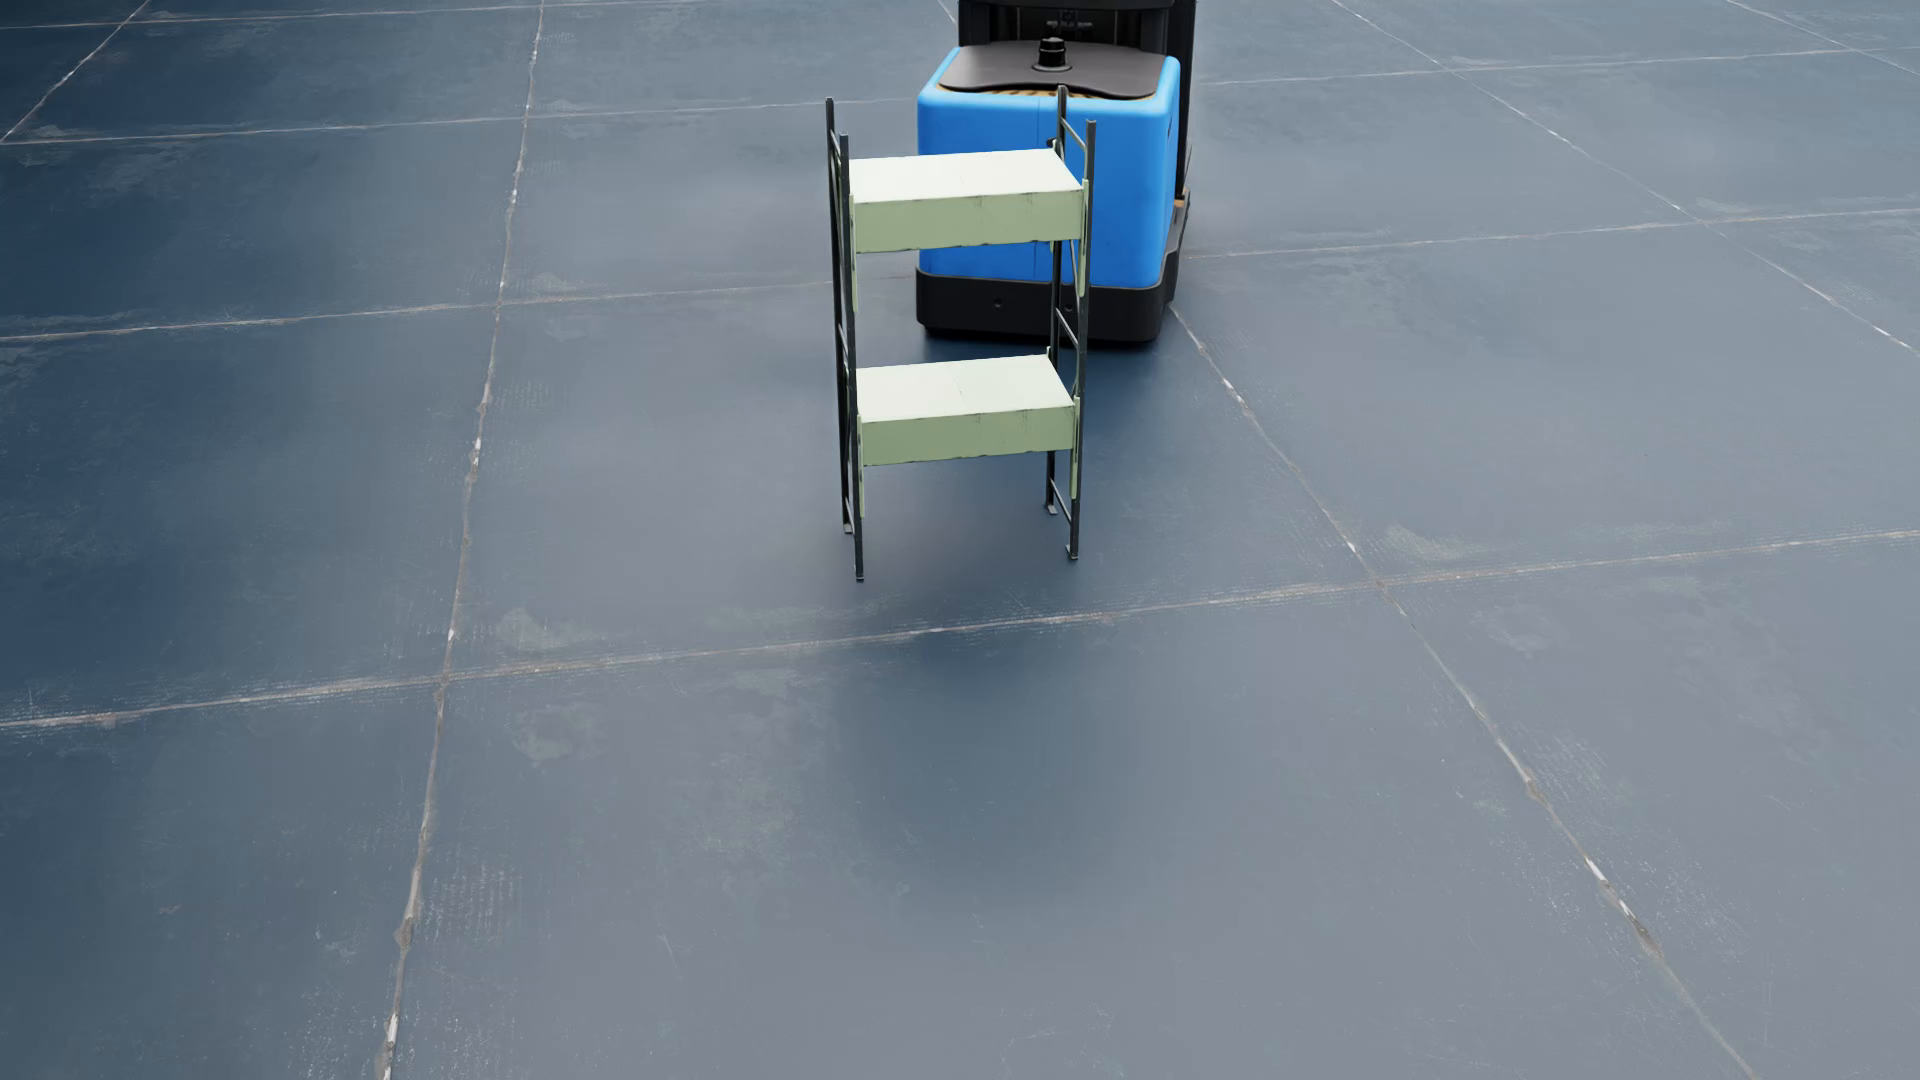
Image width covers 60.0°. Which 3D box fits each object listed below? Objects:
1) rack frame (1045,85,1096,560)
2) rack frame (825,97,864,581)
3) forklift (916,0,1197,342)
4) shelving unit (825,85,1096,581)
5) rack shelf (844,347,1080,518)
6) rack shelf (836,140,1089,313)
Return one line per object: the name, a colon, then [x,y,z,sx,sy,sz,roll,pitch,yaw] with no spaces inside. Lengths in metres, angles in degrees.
rack frame: [0.353,-0.679,5.426,0.023,1.500,0.400,-5,31,-9]
rack frame: [-0.367,-0.612,5.312,0.023,1.500,0.400,-5,31,-9]
forklift: [0.579,-2.831,7.674,1.130,2.935,3.031,5,31,9]
shelving unit: [-0.007,-0.646,5.369,0.755,1.500,0.431,-5,31,-9]
rack shelf: [-0.007,-0.365,5.534,0.720,0.370,0.431,-5,31,-9]
rack shelf: [-0.007,-0.982,5.171,0.720,0.370,0.431,-5,31,-9]
